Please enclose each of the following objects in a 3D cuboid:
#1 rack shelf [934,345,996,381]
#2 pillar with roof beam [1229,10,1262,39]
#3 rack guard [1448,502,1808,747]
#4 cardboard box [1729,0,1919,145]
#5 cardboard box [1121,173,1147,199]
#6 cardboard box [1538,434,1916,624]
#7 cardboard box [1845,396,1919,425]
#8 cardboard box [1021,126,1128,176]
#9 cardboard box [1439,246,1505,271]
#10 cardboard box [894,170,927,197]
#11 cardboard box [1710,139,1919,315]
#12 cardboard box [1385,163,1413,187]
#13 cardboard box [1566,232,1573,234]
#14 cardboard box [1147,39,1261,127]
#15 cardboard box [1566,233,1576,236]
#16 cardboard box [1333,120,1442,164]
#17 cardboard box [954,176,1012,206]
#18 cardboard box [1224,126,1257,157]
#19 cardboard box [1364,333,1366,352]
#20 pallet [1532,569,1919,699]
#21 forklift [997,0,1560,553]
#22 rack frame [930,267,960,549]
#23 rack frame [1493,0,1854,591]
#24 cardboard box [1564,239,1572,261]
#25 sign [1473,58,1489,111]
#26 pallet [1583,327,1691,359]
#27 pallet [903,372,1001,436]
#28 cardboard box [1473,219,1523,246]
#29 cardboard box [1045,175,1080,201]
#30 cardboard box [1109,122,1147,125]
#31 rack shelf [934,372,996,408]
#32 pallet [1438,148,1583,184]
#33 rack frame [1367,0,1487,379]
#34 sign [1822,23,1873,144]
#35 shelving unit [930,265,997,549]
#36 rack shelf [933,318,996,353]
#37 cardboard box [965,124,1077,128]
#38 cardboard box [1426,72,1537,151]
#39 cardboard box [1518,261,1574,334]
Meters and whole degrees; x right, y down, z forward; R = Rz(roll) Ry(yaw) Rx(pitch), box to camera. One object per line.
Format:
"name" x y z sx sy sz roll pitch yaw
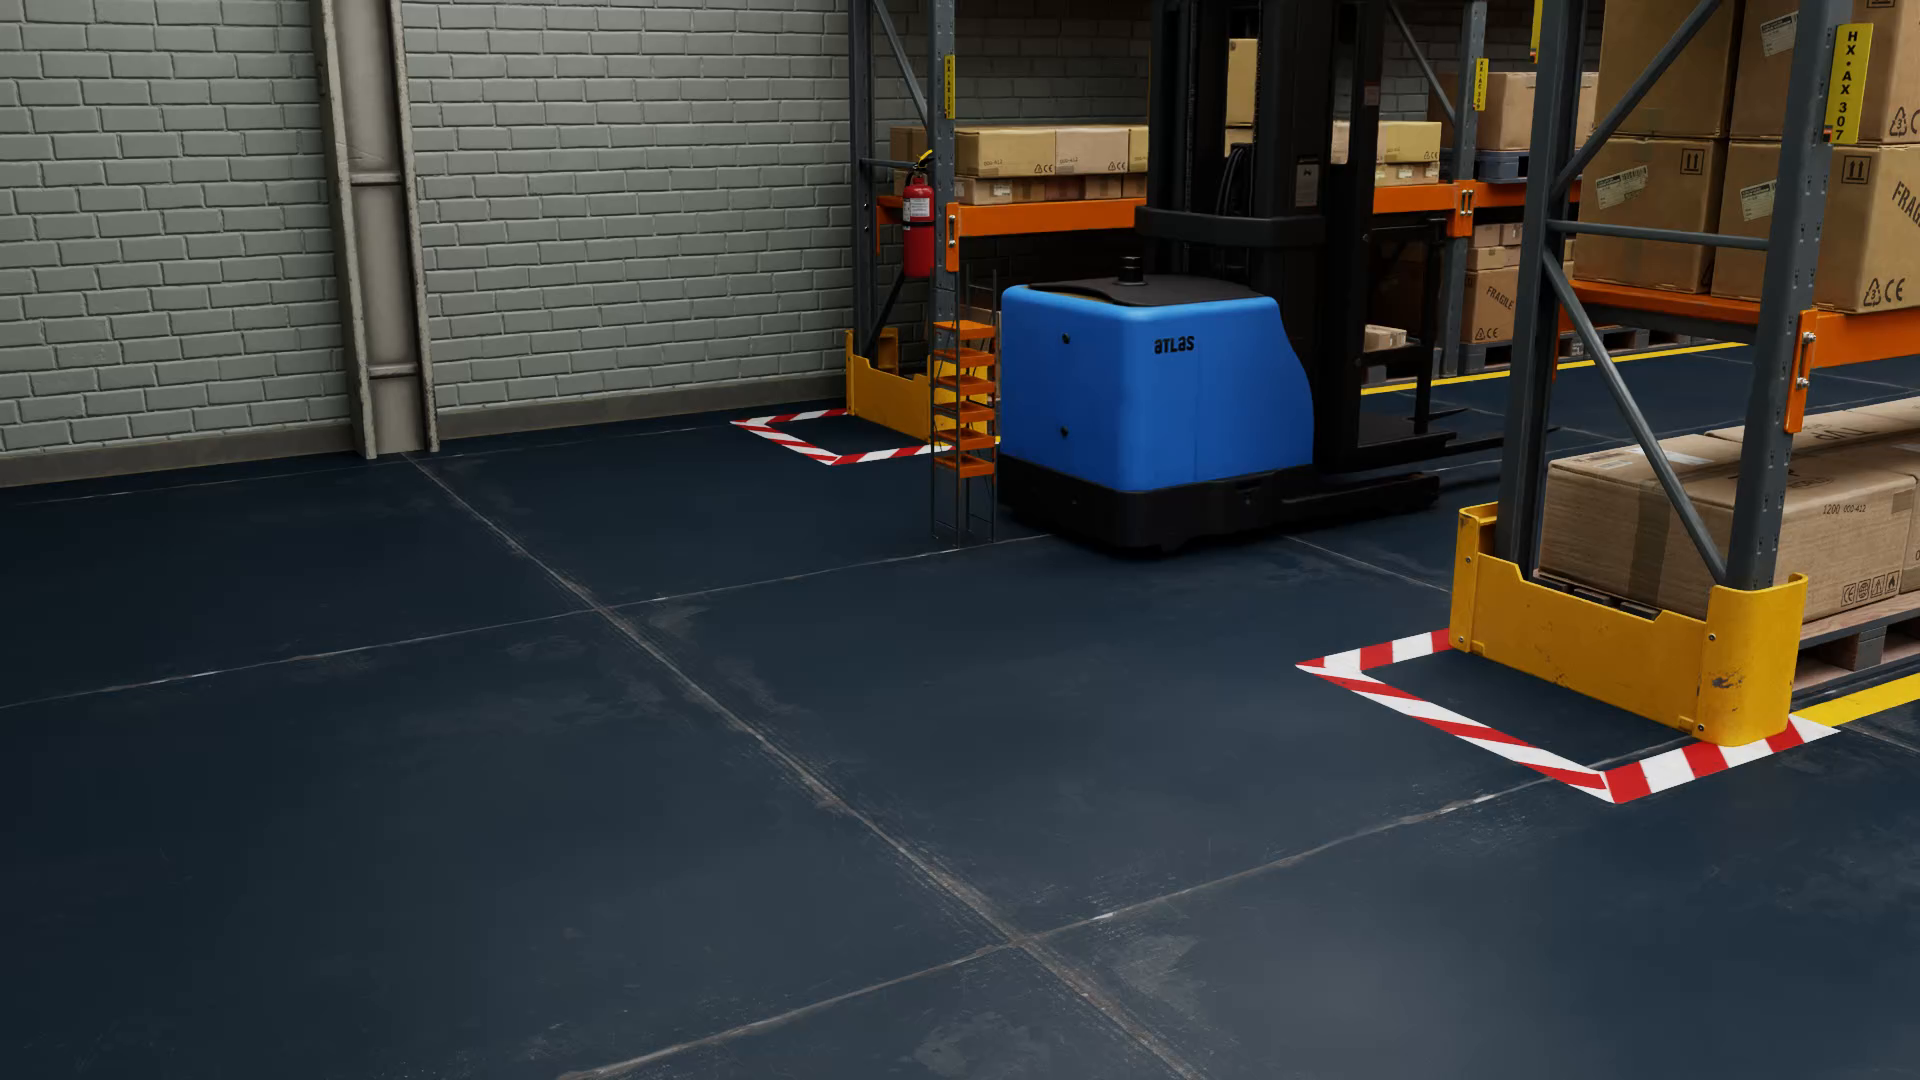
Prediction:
"rack shelf" 0.012 -0.768 7.202 0.180 0.103 0.258 -9 18 -30
"pillar with roof beam" 4.249 -4.669 7.395 0.400 9.000 9.100 -9 18 -30
"rack guard" 2.203 0.246 5.607 0.348 0.500 1.175 -9 18 -30
"cardboard box" 2.782 -1.491 5.136 0.500 0.500 0.500 -10 18 -31
"cardboard box" 0.962 -2.120 9.881 0.250 0.149 0.380 -9 18 -29
"cardboard box" 2.738 -0.044 5.980 0.875 0.438 0.875 -10 18 -32
"cardboard box" 4.292 -0.299 6.887 0.875 0.438 0.875 -10 18 -31
"cardboard box" 0.624 -2.251 9.609 0.500 0.250 0.500 -9 18 -29
"cardboard box" 3.537 -1.964 11.511 0.250 0.149 0.380 -8 18 -27
"cardboard box" -0.190 -2.096 9.796 0.250 0.149 0.380 -9 18 -30
"cardboard box" 2.783 -1.010 5.269 0.500 0.500 0.500 -9 18 -30
"cardboard box" 2.737 -2.400 10.880 0.250 0.149 0.380 -9 18 -28
"cardboard box" 4.580 -2.312 12.751 0.250 0.149 0.380 -10 19 -32
"cardboard box" 1.477 -2.750 10.002 0.500 0.500 0.500 -9 18 -28
"cardboard box" 4.624 -2.160 12.210 0.250 0.149 0.380 -8 18 -28
"cardboard box" 2.782 -2.609 10.886 0.500 0.250 0.500 -9 18 -28
"cardboard box" 0.087 -1.970 9.347 0.250 0.149 0.380 -9 18 -30
"cardboard box" 1.484 -2.398 10.134 0.500 0.250 0.500 -10 18 -31
"cardboard box" 2.460 -1.356 10.976 0.258 0.266 0.396 -8 18 -28
"pallet" 2.869 0.252 6.119 1.213 0.211 1.003 -9 18 -30
"forklift" 1.687 -1.639 7.828 3.031 2.935 1.130 -10 18 -32
"rack frame" -0.066 -0.567 7.210 0.006 1.200 0.240 -9 18 -30
"rack frame" 2.224 -0.961 5.281 0.127 3.000 1.000 -9 18 -30
"cardboard box" 4.177 -2.100 11.996 0.250 0.149 0.380 -10 18 -31
"sign" 3.379 -2.957 10.799 0.005 0.325 0.100 -9 18 -30
"pallet" 4.817 -1.615 12.779 1.213 0.211 1.003 -9 18 -30
"pallet" 0.412 -0.888 10.186 1.213 0.211 1.003 -9 18 -30
"cardboard box" 3.735 -2.155 11.639 0.250 0.149 0.380 -10 19 -32
"cardboard box" 0.489 -2.061 9.670 0.250 0.149 0.380 -9 18 -30
"cardboard box" 1.239 -2.517 10.559 0.500 0.250 0.500 -9 18 -30
"rack shelf" 0.012 -0.653 7.235 0.180 0.103 0.258 -9 18 -30
"pallet" 3.834 -2.658 11.692 1.213 0.211 1.003 -9 18 -30
"rack frame" 3.093 -2.665 11.360 0.127 3.000 1.000 -9 18 -30
"sign" 2.504 -1.287 4.692 0.005 0.325 0.100 -9 18 -30
"shelving unit" 0.012 -0.580 7.255 0.189 1.200 0.258 -9 18 -30
"rack shelf" 0.012 -0.884 7.170 0.180 0.103 0.258 -9 18 -30
"cardboard box" 0.364 -2.377 10.058 0.500 0.250 0.500 -9 18 -30
"cardboard box" 3.623 -2.931 11.345 0.500 0.500 0.700 -9 18 -28
"cardboard box" 4.075 -1.755 11.967 0.500 0.500 0.500 -9 18 -30
